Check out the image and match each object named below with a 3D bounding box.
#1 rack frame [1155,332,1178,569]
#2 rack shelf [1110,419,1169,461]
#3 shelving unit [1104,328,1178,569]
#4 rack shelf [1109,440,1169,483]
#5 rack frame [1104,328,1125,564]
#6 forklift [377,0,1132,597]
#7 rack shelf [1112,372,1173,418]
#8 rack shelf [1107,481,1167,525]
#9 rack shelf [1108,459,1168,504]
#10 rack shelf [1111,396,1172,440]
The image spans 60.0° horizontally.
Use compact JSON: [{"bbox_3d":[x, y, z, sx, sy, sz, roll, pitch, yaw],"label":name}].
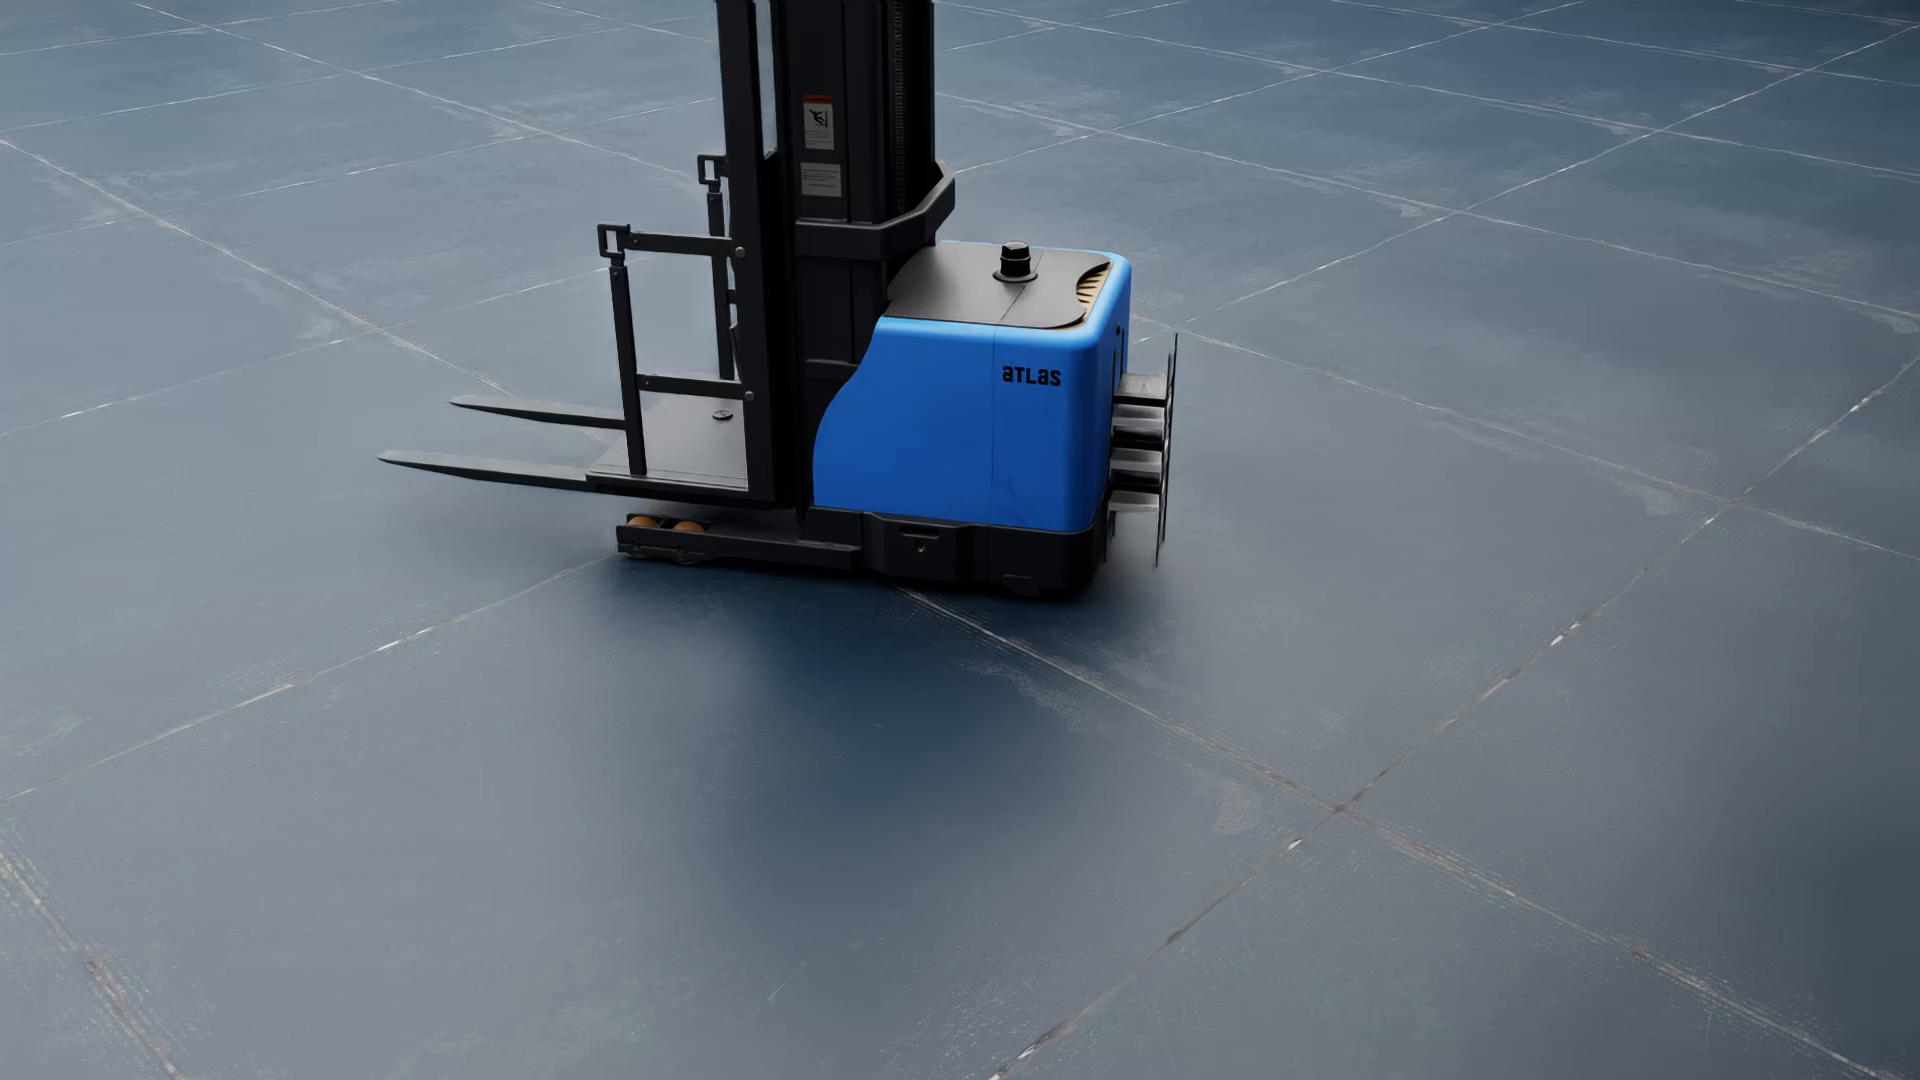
[{"bbox_3d":[0.798,-0.338,6.425,0.006,0.900,0.240,6,28,12],"label":"rack frame"},{"bbox_3d":[0.699,-0.399,6.420,0.200,0.077,0.258,6,28,12],"label":"rack shelf"},{"bbox_3d":[0.699,-0.349,6.446,0.210,0.900,0.258,6,28,12],"label":"shelving unit"},{"bbox_3d":[0.699,-0.319,6.461,0.200,0.077,0.258,6,28,12],"label":"rack shelf"},{"bbox_3d":[0.600,-0.359,6.466,0.006,0.900,0.240,6,28,12],"label":"rack frame"},{"bbox_3d":[-0.878,-1.432,6.324,3.031,2.935,1.130,6,28,12],"label":"forklift"},{"bbox_3d":[0.699,-0.558,6.336,0.200,0.077,0.258,6,28,12],"label":"rack shelf"},{"bbox_3d":[0.699,-0.160,6.545,0.200,0.077,0.258,6,28,12],"label":"rack shelf"},{"bbox_3d":[0.699,-0.239,6.503,0.200,0.077,0.258,6,28,12],"label":"rack shelf"},{"bbox_3d":[0.699,-0.478,6.378,0.200,0.077,0.258,6,28,12],"label":"rack shelf"}]
